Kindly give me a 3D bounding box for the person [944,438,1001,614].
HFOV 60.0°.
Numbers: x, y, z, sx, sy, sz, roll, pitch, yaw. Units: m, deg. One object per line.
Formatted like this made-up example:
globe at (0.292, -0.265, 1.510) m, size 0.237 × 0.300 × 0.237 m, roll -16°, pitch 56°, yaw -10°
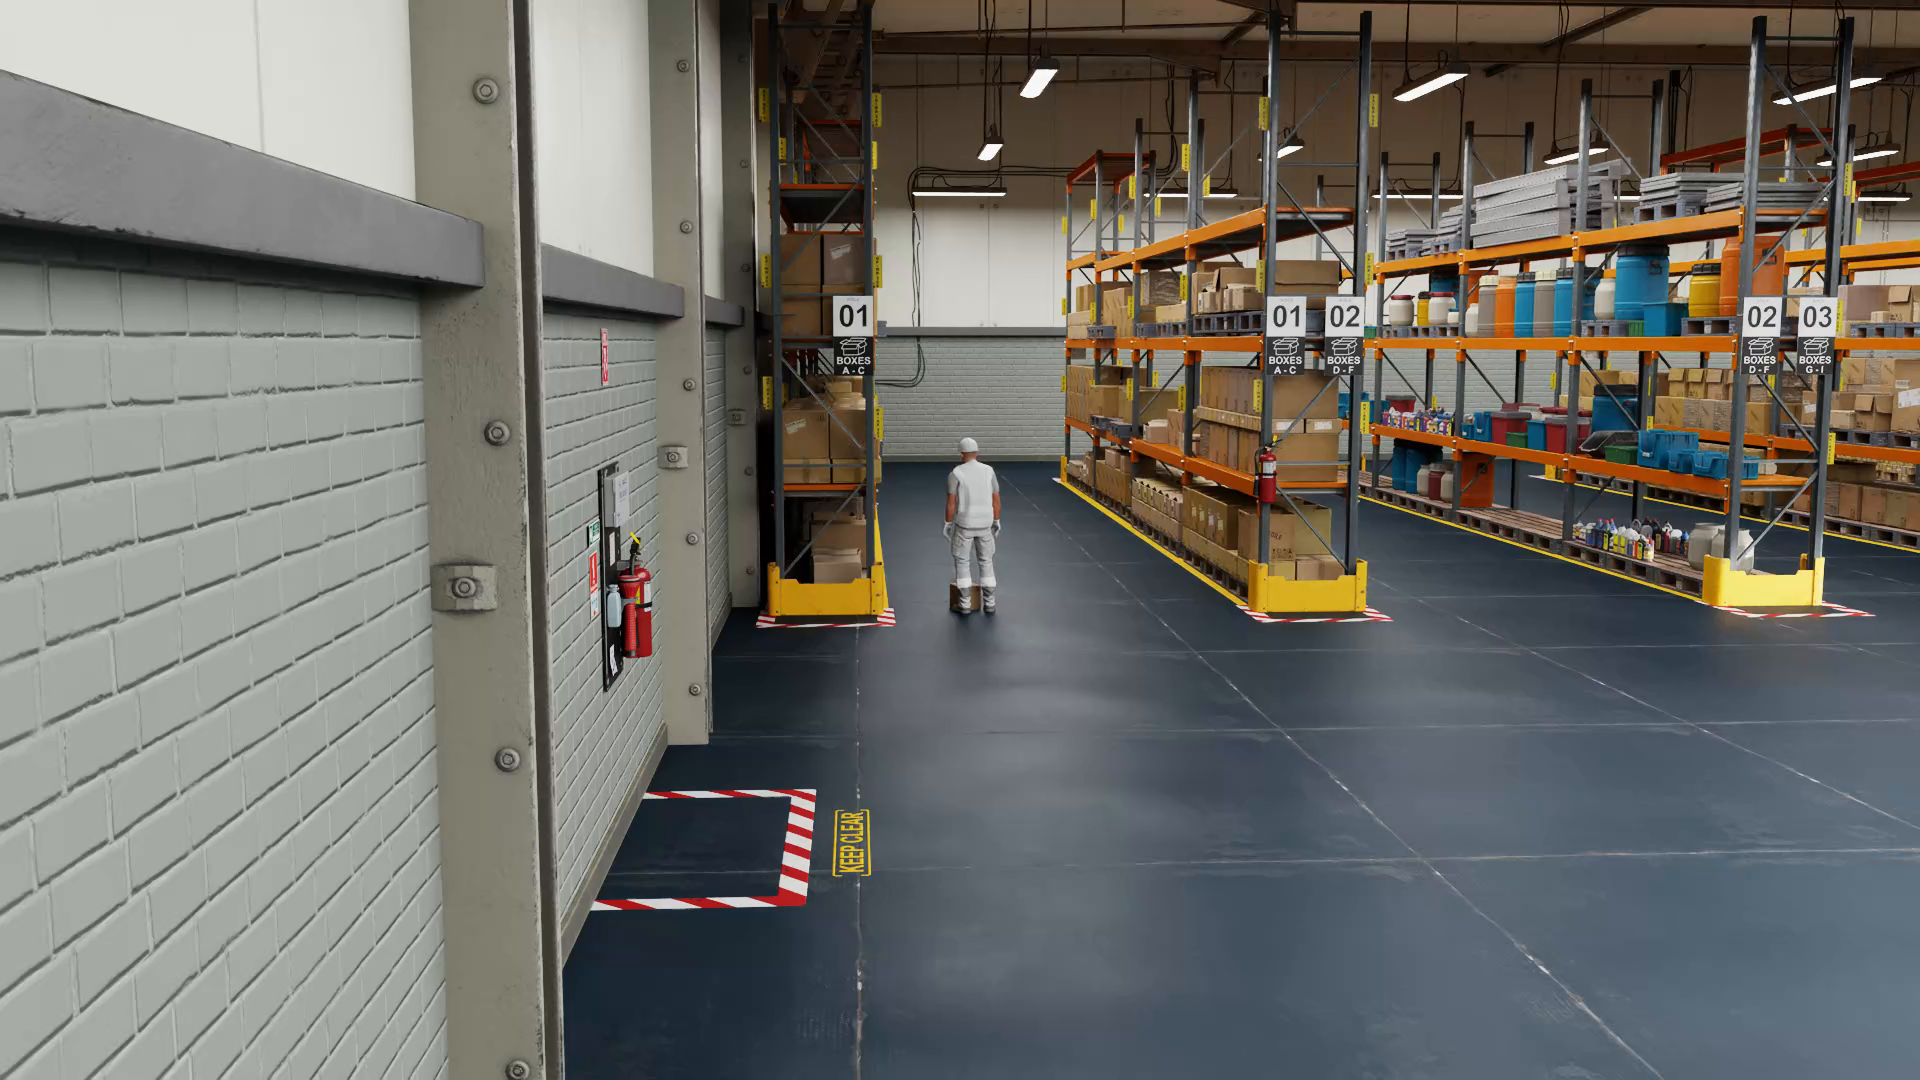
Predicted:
person at (0.126, -0.149, 16.932) m, size 0.610 × 1.779 × 0.455 m, roll -2°, pitch 7°, yaw -17°
